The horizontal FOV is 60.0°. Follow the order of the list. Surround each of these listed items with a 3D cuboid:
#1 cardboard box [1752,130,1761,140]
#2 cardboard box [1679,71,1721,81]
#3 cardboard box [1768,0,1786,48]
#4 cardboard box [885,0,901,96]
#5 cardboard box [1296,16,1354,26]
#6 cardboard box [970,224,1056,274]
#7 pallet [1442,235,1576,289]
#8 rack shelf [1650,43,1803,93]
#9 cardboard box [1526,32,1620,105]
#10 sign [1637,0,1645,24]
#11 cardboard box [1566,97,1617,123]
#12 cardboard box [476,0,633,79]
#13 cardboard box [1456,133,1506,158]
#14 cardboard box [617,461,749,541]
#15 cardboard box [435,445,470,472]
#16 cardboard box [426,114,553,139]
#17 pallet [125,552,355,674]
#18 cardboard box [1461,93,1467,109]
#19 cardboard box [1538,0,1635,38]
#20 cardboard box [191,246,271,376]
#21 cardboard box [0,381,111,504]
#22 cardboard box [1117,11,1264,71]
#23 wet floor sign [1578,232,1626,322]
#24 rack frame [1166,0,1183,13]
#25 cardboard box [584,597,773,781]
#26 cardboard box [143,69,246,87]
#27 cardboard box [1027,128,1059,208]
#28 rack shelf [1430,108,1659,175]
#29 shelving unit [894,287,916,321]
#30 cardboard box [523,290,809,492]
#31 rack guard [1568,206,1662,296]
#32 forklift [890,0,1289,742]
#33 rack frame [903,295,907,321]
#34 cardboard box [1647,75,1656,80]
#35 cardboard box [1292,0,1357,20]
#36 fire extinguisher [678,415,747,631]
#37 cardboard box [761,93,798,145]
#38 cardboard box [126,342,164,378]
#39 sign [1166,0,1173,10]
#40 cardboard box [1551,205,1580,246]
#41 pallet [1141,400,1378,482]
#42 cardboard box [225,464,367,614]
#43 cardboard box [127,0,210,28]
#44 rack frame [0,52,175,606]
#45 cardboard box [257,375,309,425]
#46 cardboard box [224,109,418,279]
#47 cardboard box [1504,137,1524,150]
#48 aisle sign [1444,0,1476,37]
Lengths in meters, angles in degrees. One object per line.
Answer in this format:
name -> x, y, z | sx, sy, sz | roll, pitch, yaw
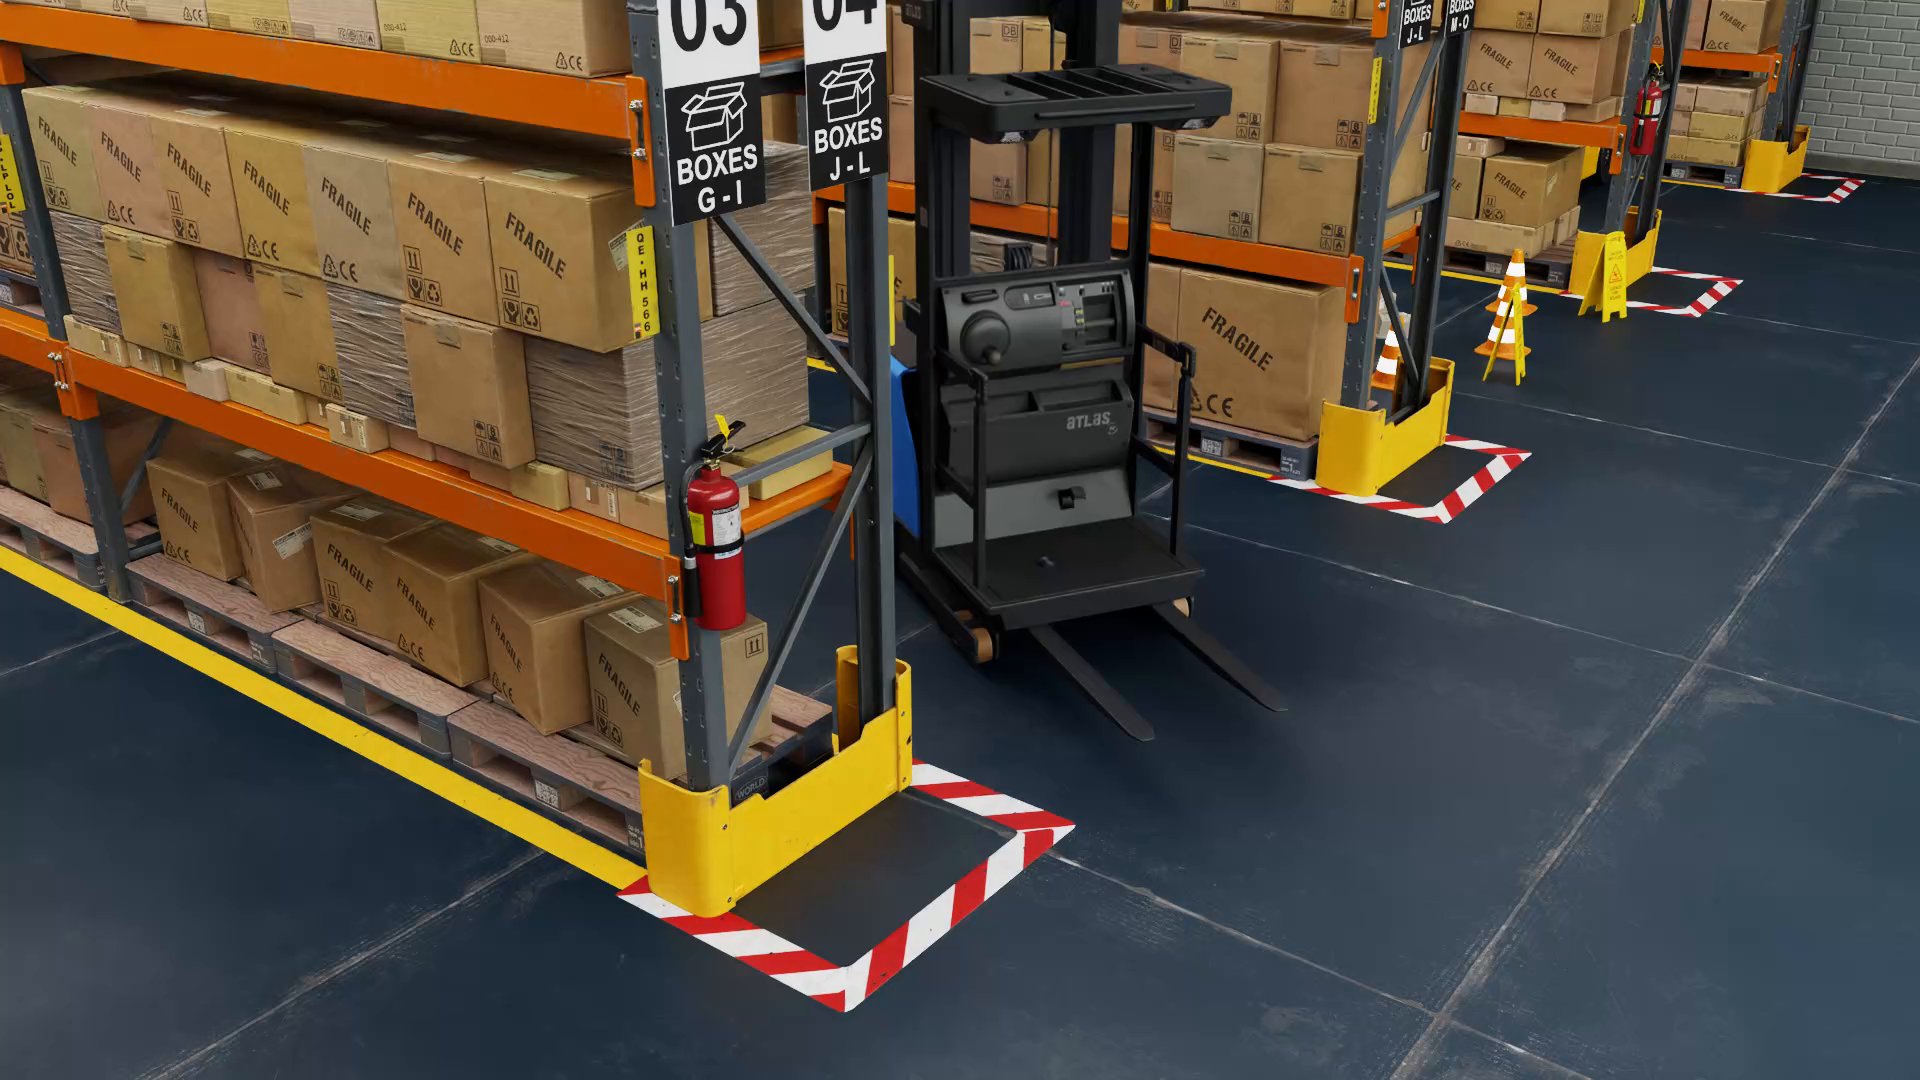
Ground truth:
cardboard box -> 8.052, -4.177, 17.399 | 0.500, 0.250, 0.500 | 17, 29, 34
cardboard box -> 7.654, -4.750, 17.459 | 0.500, 0.250, 0.500 | 17, 29, 33
cardboard box -> 8.098, -5.316, 16.972 | 0.500, 0.500, 0.500 | 18, 29, 35
cardboard box -> -0.460, -3.267, 10.920 | 0.550, 0.550, 0.875 | 17, 29, 33
cardboard box -> 3.147, -4.172, 14.006 | 0.500, 0.500, 0.500 | 17, 29, 33
cardboard box -> 0.450, -1.633, 10.851 | 0.875, 0.875, 0.875 | 17, 29, 34
pallet -> 4.664, -2.409, 13.956 | 1.213, 0.211, 1.003 | 17, 29, 33
rack shelf -> 6.727, -5.216, 17.760 | 4.000, 0.370, 1.077 | 17, 29, 33
cardboard box -> 4.754, -3.683, 12.896 | 0.500, 0.500, 0.500 | 16, 29, 32
sign -> 5.005, -3.959, 12.188 | 0.005, 0.325, 0.100 | 17, 29, 33
cardboard box -> 4.926, -3.365, 12.979 | 0.250, 0.149, 0.380 | 18, 29, 35
cardboard box -> -1.128, -1.600, 5.128 | 0.500, 0.250, 0.500 | 18, 29, 34
cardboard box -> 4.222, -3.210, 13.469 | 0.250, 0.149, 0.380 | 18, 29, 35
cardboard box -> -0.942, -0.149, 5.679 | 0.250, 0.149, 0.380 | 17, 29, 33
cardboard box -> -1.738, -0.393, 6.233 | 0.250, 0.149, 0.380 | 17, 29, 33
cardboard box -> -1.663, -1.366, 6.396 | 0.500, 0.500, 0.500 | 17, 29, 33
pallet -> -3.232, 0.198, 8.038 | 1.213, 0.211, 1.003 | 17, 29, 33
cardboard box -> 4.120, -3.620, 13.556 | 0.250, 0.149, 0.380 | 17, 29, 34
cardboard box -> 4.814, -4.151, 12.719 | 0.500, 0.500, 0.700 | 16, 28, 32
cardboard box -> -2.628, -1.061, 6.946 | 0.500, 0.500, 0.875 | 17, 29, 33
cardboard box -> -4.639, -0.563, 8.862 | 0.500, 0.500, 0.700 | 17, 29, 33
cardboard box -> 1.330, -2.785, 9.825 | 0.550, 0.550, 0.875 | 17, 29, 33
wet floor sign -> 4.864, -1.990, 12.467 | 0.267, 0.644, 0.232 | -15, 28, -30
rack frame -> 2.153, -4.426, 15.076 | 0.127, 3.000, 1.000 | 17, 29, 33
cardboard box -> -1.080, 0.534, 6.398 | 0.500, 0.500, 0.500 | -20, 31, -38
cardboard box -> -3.266, -1.848, 7.492 | 0.500, 0.500, 0.500 | 17, 29, 33
cardboard box -> 0.867, -2.398, 10.286 | 0.500, 0.550, 0.875 | 17, 29, 33
rack shelf -> 3.753, -3.613, 14.123 | 4.000, 0.370, 1.077 | 17, 29, 33
shelving unit -> -0.221, -0.777, 9.024 | 0.258, 1.200, 0.189 | -9, 25, -20
cardboard box -> -1.014, -0.585, 5.865 | 0.500, 0.500, 0.875 | 17, 29, 33
rack guard -> 5.293, -2.333, 13.426 | 0.348, 0.500, 1.175 | 17, 29, 33
forklift -> 0.442, -0.976, 7.329 | 1.130, 2.935, 3.031 | -9, 25, -20
rack frame -> -0.186, -0.742, 8.947 | 0.240, 1.200, 0.006 | -9, 25, -20
cardboard box -> 6.950, -4.704, 17.355 | 0.500, 0.250, 0.500 | 17, 29, 34
cardboard box -> 3.156, -4.629, 13.802 | 0.500, 0.500, 0.700 | 16, 28, 32
fire extinguisher -> -0.775, -0.050, 5.239 | 0.183, 0.674, 0.296 | 17, 29, 33
cardboard box -> -1.313, -2.890, 11.466 | 0.500, 0.500, 0.500 | 17, 29, 33
cardboard box -> -3.390, -0.849, 7.268 | 0.250, 0.149, 0.380 | 17, 29, 33
sign -> 1.823, -4.776, 14.434 | 0.005, 0.325, 0.100 | 17, 29, 33
cardboard box -> 4.874, -2.677, 13.995 | 0.500, 0.250, 0.500 | 17, 29, 33
pallet -> 1.779, -0.729, 10.144 | 1.213, 0.211, 1.003 | 17, 29, 33
cardboard box -> -3.032, -0.031, 7.681 | 0.500, 0.500, 0.500 | -16, 28, -31
cardboard box -> -2.767, -2.092, 6.243 | 0.500, 0.250, 0.500 | 16, 28, 31
rack frame -> -3.791, -1.229, 7.819 | 0.127, 3.000, 1.000 | 17, 29, 33
cardboard box -> -2.591, -0.606, 6.718 | 0.250, 0.149, 0.380 | 17, 29, 33
cardboard box -> -2.376, -1.319, 6.290 | 0.500, 0.500, 0.500 | 17, 29, 33
cardboard box -> 4.434, -3.151, 14.140 | 0.500, 0.500, 0.500 | 16, 28, 31
aisle sign -> 2.702, -3.107, 8.857 | 0.004, 0.787, 0.394 | 17, 29, 33
